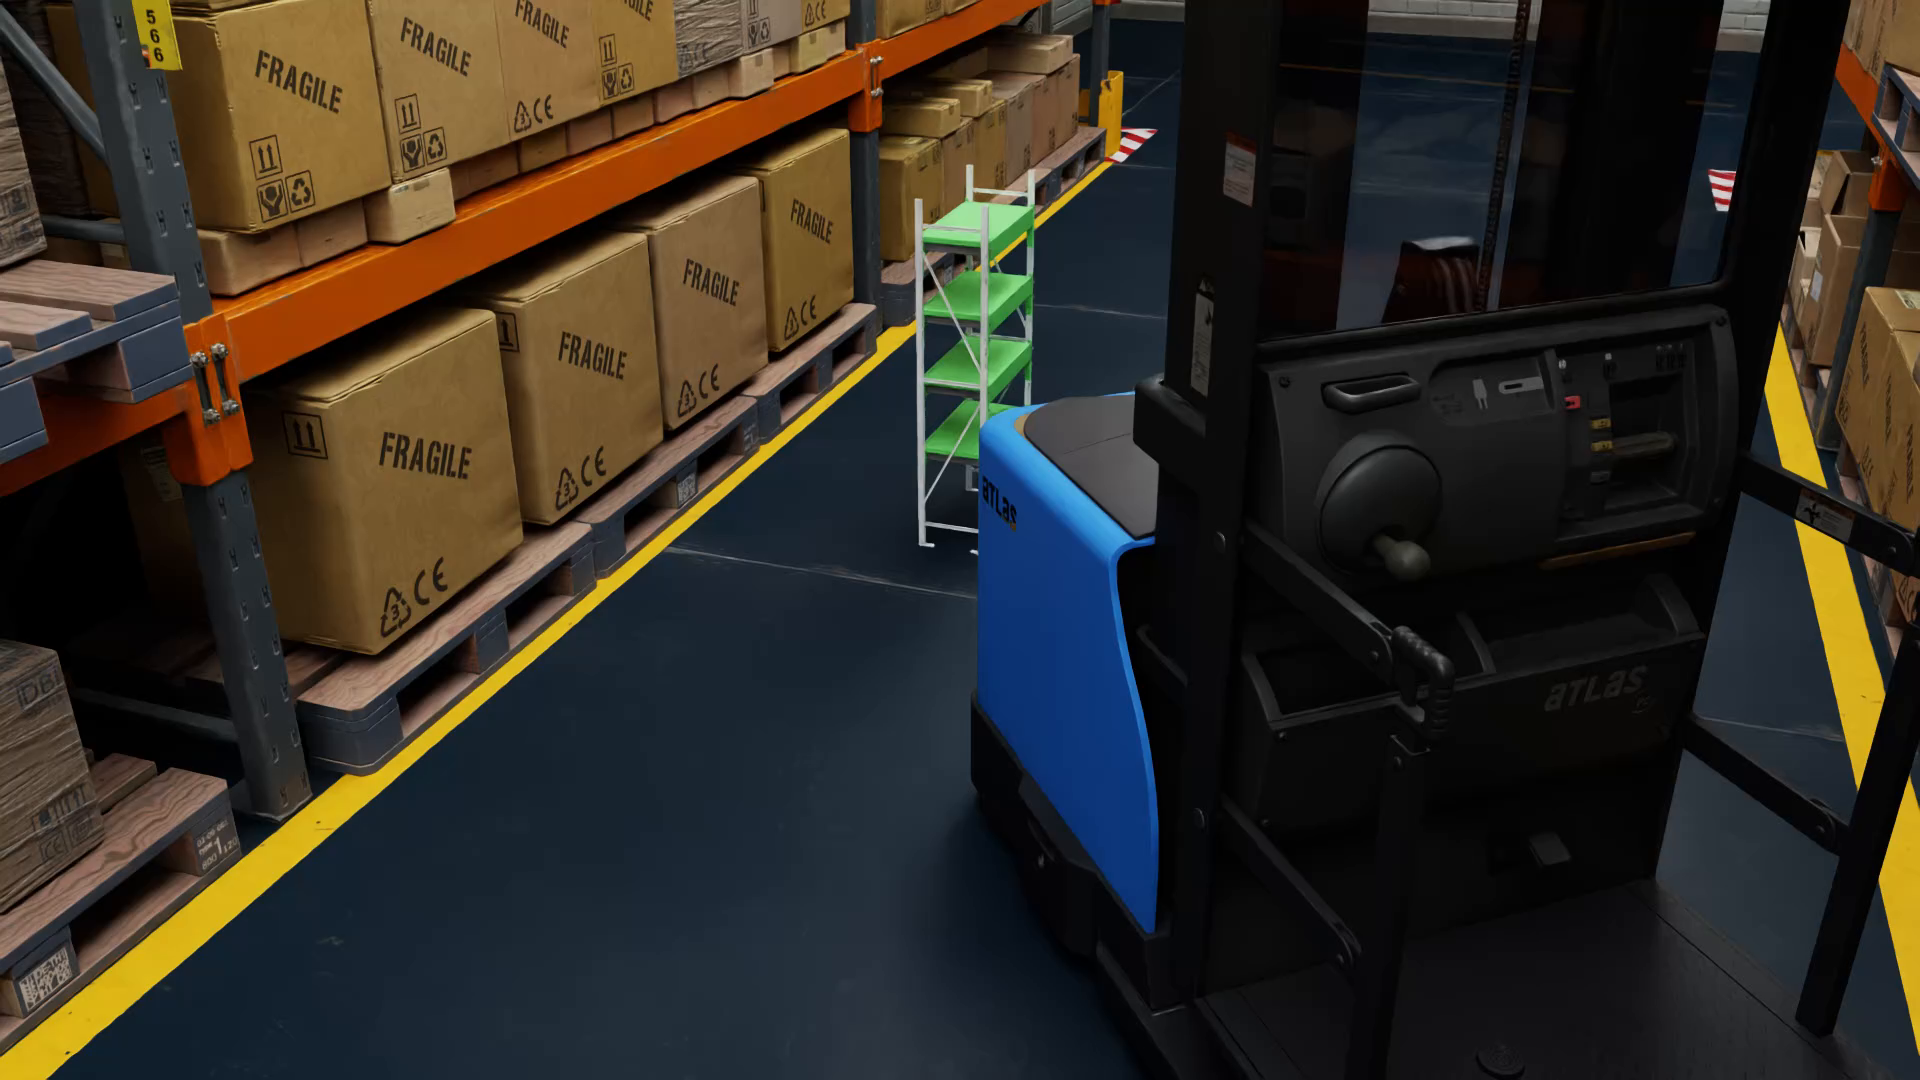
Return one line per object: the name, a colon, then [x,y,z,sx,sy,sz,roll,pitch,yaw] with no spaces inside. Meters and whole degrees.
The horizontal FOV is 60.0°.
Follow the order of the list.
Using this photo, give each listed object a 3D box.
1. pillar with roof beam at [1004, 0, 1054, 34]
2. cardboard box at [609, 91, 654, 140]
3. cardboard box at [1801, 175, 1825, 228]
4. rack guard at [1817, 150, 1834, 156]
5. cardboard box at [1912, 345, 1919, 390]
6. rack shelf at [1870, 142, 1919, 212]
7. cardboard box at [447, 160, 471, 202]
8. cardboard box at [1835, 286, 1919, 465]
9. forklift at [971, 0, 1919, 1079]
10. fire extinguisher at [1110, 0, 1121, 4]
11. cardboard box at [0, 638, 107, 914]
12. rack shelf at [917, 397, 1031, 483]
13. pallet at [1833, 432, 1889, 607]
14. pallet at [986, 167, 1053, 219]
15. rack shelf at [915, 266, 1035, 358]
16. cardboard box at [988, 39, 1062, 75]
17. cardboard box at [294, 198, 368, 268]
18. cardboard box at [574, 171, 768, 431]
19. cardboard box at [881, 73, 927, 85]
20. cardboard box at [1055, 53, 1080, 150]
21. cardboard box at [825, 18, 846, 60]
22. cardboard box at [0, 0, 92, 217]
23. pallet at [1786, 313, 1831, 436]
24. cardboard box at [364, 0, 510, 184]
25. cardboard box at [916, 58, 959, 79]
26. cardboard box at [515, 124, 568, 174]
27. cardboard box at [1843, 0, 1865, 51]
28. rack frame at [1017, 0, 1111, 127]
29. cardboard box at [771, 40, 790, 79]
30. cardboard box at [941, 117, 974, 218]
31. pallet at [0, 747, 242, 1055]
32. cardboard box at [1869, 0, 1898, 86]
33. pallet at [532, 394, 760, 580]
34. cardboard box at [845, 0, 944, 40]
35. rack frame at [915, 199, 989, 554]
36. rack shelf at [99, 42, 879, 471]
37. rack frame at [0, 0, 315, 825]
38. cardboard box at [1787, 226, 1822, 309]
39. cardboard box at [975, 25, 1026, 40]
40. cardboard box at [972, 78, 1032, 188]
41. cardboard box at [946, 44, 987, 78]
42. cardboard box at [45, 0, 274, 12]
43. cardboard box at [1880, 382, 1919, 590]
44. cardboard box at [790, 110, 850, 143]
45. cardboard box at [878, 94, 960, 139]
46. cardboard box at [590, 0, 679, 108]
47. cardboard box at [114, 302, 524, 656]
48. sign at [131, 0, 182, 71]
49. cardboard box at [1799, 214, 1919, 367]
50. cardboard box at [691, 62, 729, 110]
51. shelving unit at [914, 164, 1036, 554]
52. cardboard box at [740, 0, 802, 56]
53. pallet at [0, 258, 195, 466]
pillar with roof beam: [4.622,-7.319,10.539,9.100,9.000,0.400,9,27,17]
cardboard box: [-1.260,-1.457,5.582,0.380,0.149,0.250,10,27,19]
cardboard box: [4.371,-1.658,8.383,0.500,0.250,0.500,9,27,17]
rack guard: [5.127,-2.135,9.585,1.175,0.500,0.348,9,27,17]
cardboard box: [3.098,-0.483,4.809,0.500,0.250,0.500,9,27,18]
rack shelf: [3.156,-0.502,4.169,1.077,0.370,4.000,9,27,17]
cardboard box: [-1.626,-1.038,4.718,0.380,0.149,0.250,8,27,17]
cardboard box: [3.431,-0.557,5.821,0.500,0.500,0.500,8,27,15]
forklift: [1.018,-0.130,2.654,1.130,2.935,3.031,-9,27,-18]
fire extinguisher: [0.965,-3.800,10.673,0.296,0.674,0.183,9,27,17]
cardboard box: [-2.373,0.510,3.618,0.700,0.500,0.500,9,27,18]
rack shelf: [0.055,-0.335,5.761,0.258,0.148,0.480,9,27,17]
pallet: [3.587,-0.052,5.616,1.003,0.211,1.213,9,27,17]
pallet: [-0.120,-1.913,9.459,1.003,0.211,1.213,9,27,17]
rack shelf: [0.055,-0.767,5.552,0.258,0.148,0.480,9,27,17]
cardboard box: [0.386,-2.877,9.893,0.380,0.149,0.250,9,27,19]
cardboard box: [-1.762,-0.820,4.267,0.380,0.149,0.250,9,27,18]
cardboard box: [-1.238,-0.934,6.222,0.750,0.750,0.750,10,27,19]
cardboard box: [-0.396,-2.410,8.929,0.380,0.149,0.250,9,27,18]
cardboard box: [0.341,-2.770,10.415,0.700,0.500,0.500,9,27,17]
cardboard box: [-0.697,-2.080,6.869,0.380,0.149,0.250,9,27,18]
cardboard box: [-2.274,-1.140,4.184,0.500,0.500,0.500,9,27,18]
pallet: [4.051,-0.674,6.900,1.003,0.211,1.213,9,27,17]
cardboard box: [-1.596,-1.284,4.482,0.500,0.500,0.500,10,27,19]
cardboard box: [-0.226,-2.621,9.363,0.380,0.149,0.250,9,27,18]
cardboard box: [-1.452,-1.251,5.156,0.380,0.149,0.250,9,27,18]
cardboard box: [4.085,-2.358,7.064,0.500,0.500,0.500,9,27,19]
rack frame: [0.480,-4.008,10.586,1.000,3.000,0.127,9,27,17]
cardboard box: [-0.887,-1.873,6.442,0.380,0.149,0.250,10,27,19]
cardboard box: [-0.335,-1.926,8.673,0.700,0.500,0.500,8,27,17]
pallet: [-2.444,0.856,3.740,1.003,0.211,1.213,9,27,17]
cardboard box: [3.746,-1.935,6.189,0.500,0.500,0.500,9,27,18]
pallet: [-1.441,-0.278,6.082,1.003,0.211,1.213,9,27,17]
cardboard box: [-0.655,-2.720,7.581,0.980,0.700,0.700,9,27,18]
rack frame: [-0.026,-0.508,5.422,0.240,1.200,0.015,9,27,17]
rack shelf: [-1.517,-1.218,5.650,1.077,0.370,4.000,9,27,17]
rack frame: [-2.182,-0.720,3.795,1.000,3.000,0.127,9,27,17]
cardboard box: [3.993,-1.219,7.405,0.500,0.311,0.500,9,27,17]
cardboard box: [0.194,-3.142,10.439,0.380,0.149,0.250,9,27,18]
cardboard box: [0.008,-2.357,9.563,0.700,0.500,0.500,8,27,16]
cardboard box: [-0.057,-2.831,9.797,0.380,0.149,0.250,9,27,18]
cardboard box: [-1.778,-1.407,3.874,0.500,0.250,0.500,9,27,19]
cardboard box: [3.090,-0.132,4.943,0.500,0.500,0.500,9,27,18]
cardboard box: [-0.741,-1.982,8.043,0.380,0.149,0.250,9,27,17]
cardboard box: [-0.219,-2.127,8.342,0.380,0.149,0.250,10,27,19]
cardboard box: [-1.264,-1.703,5.347,0.500,0.500,0.500,10,27,19]
cardboard box: [-1.814,-0.225,4.757,0.750,0.750,0.750,8,27,17]
sign: [-1.667,-1.131,3.406,0.100,0.325,0.005,9,27,17]
cardboard box: [3.744,-0.995,6.727,0.500,0.500,0.500,9,27,17]
cardboard box: [-1.063,-1.665,6.012,0.380,0.149,0.250,9,27,17]
shelving unit: [0.055,-0.608,5.629,0.258,1.200,0.503,9,27,17]
cardboard box: [-0.927,-2.115,6.196,0.500,0.500,0.500,9,27,18]
pallet: [-2.319,-0.326,3.201,1.213,0.211,1.003,9,27,17]
